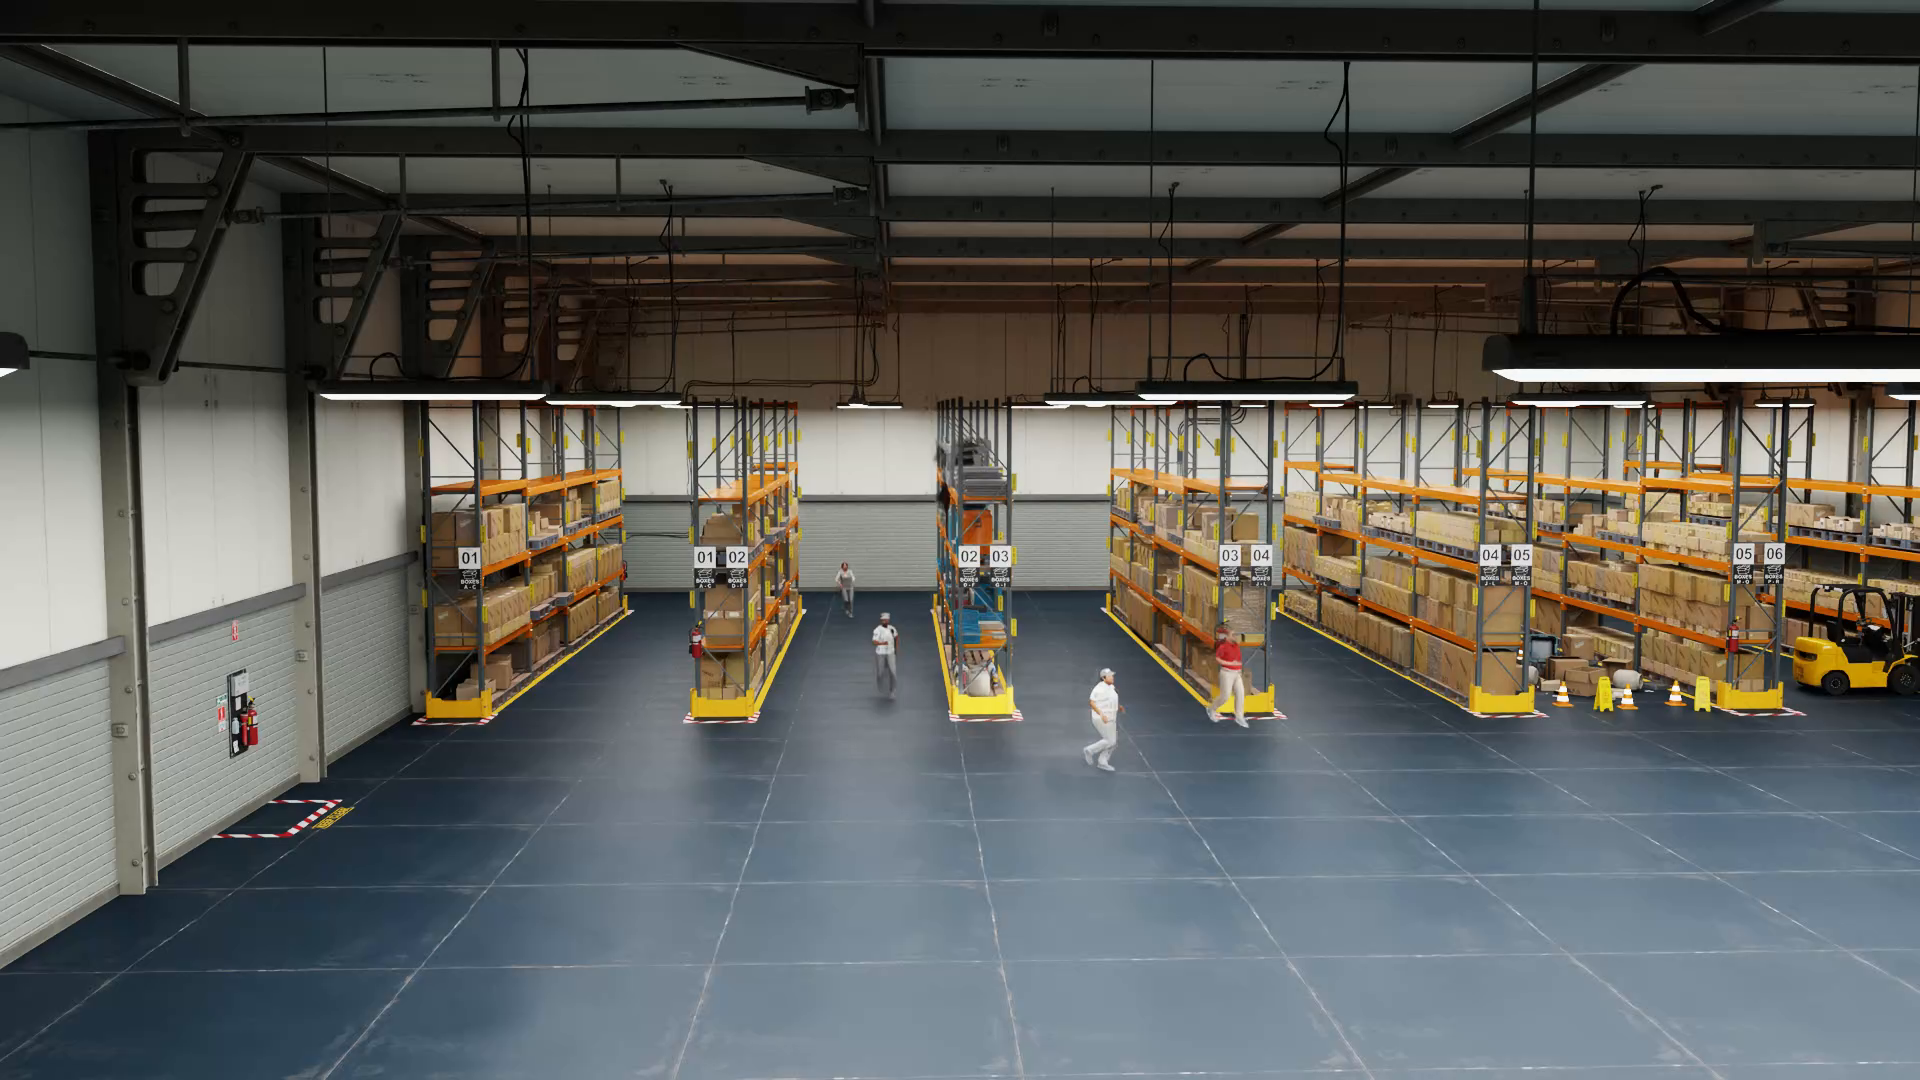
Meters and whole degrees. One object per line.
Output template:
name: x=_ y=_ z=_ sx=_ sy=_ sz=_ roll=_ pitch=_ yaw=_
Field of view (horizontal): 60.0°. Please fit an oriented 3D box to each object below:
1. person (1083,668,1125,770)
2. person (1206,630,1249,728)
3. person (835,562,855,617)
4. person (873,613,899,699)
person: x=2.327 y=2.863 z=26.621 sx=0.586 sy=1.639 sz=0.598 roll=2 pitch=5 yaw=29
person: x=4.929 y=2.517 z=30.394 sx=0.675 sy=1.759 sz=0.866 roll=-4 pitch=6 yaw=-40
person: x=-3.161 y=1.380 z=46.108 sx=0.544 sy=1.550 sz=0.587 roll=-1 pitch=5 yaw=-14
person: x=-1.472 y=2.316 z=33.256 sx=0.568 sy=1.750 sz=0.739 roll=-1 pitch=5 yaw=-12
